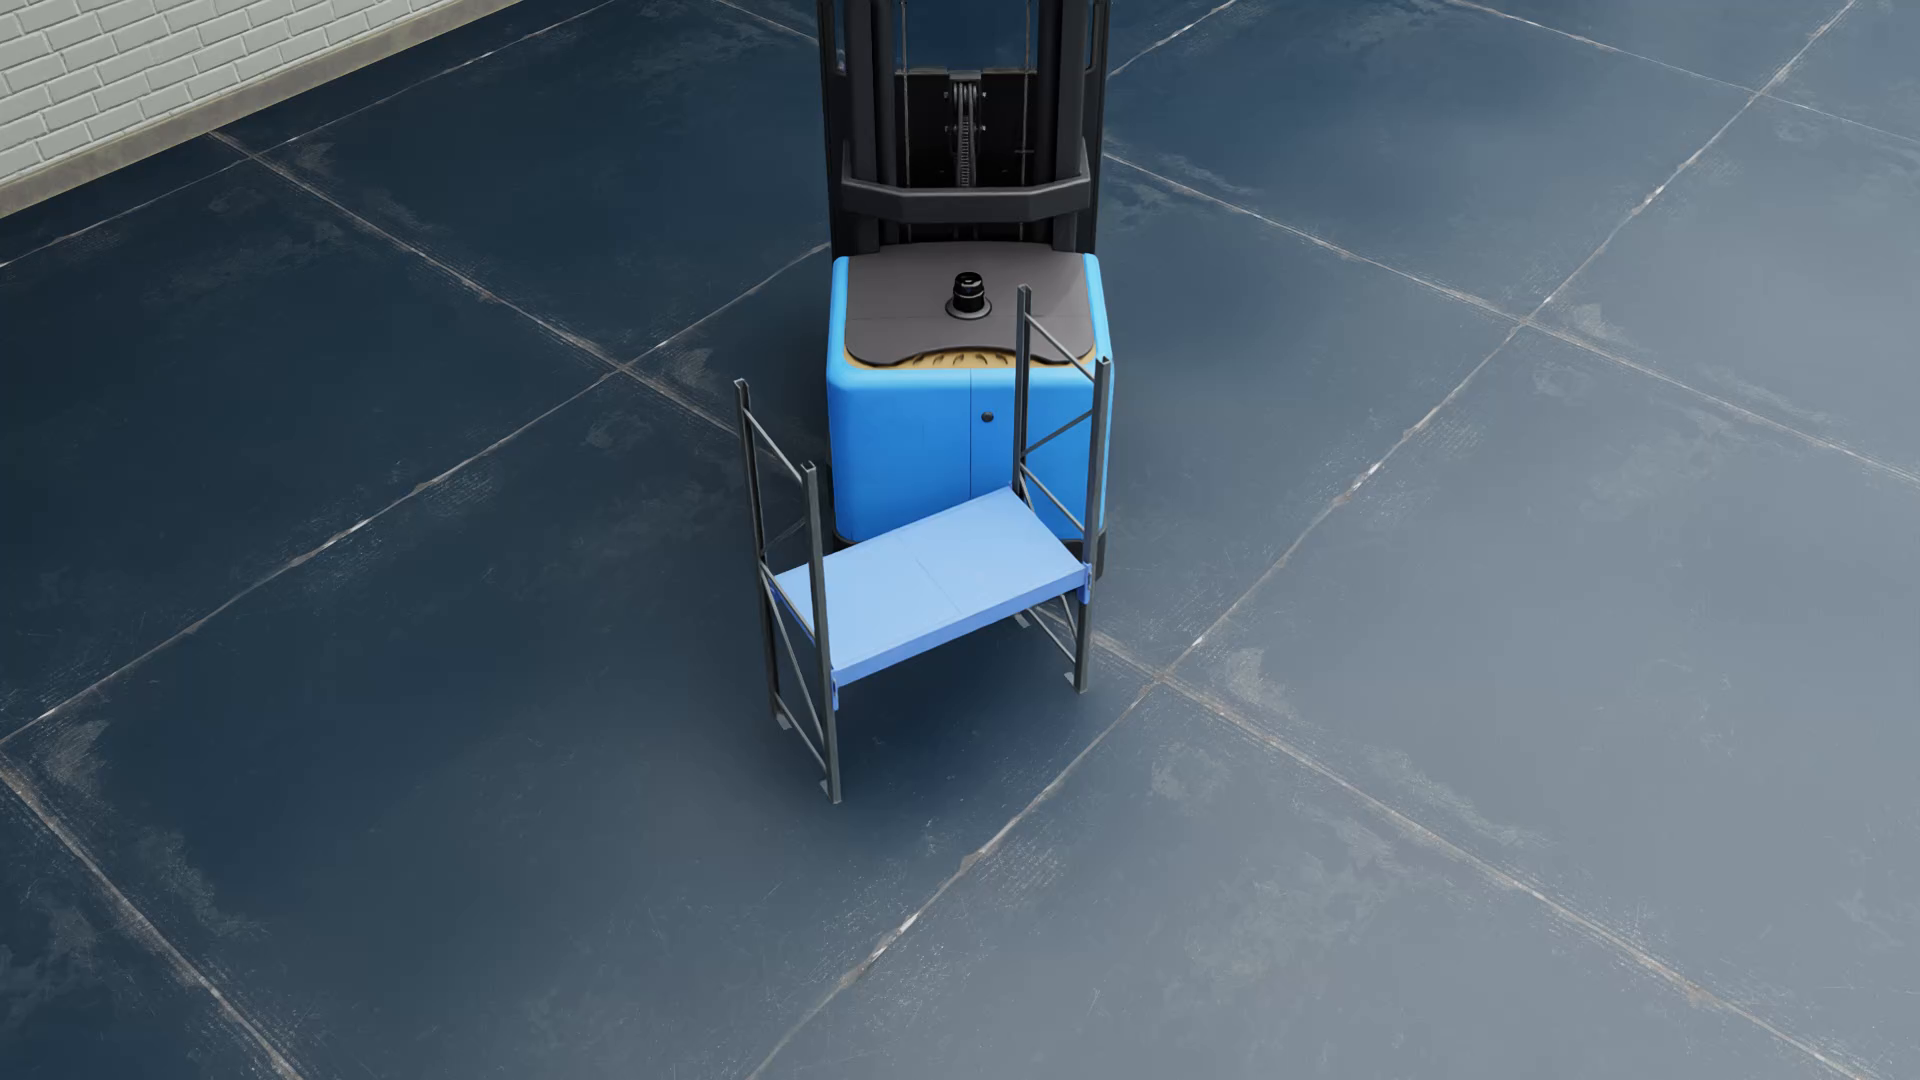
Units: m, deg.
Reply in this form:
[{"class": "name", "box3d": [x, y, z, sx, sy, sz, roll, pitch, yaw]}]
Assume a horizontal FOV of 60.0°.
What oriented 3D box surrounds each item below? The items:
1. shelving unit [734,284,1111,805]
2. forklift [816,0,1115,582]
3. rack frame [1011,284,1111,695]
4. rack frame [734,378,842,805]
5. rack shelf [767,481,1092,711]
[{"class": "shelving unit", "box3d": [-0.111, 0.038, 5.593, 1.048, 1.500, 0.538, -22, 47, -22]}, {"class": "forklift", "box3d": [0.008, -1.862, 6.619, 1.130, 2.935, 3.031, -1, 42, -1]}, {"class": "rack frame", "box3d": [0.328, -0.135, 5.783, 0.032, 1.500, 0.500, -22, 47, -22]}, {"class": "rack frame", "box3d": [-0.549, 0.212, 5.402, 0.032, 1.500, 0.500, -22, 47, -22]}, {"class": "rack shelf", "box3d": [-0.111, 0.171, 5.714, 1.000, 0.185, 0.538, -22, 47, -22]}]
